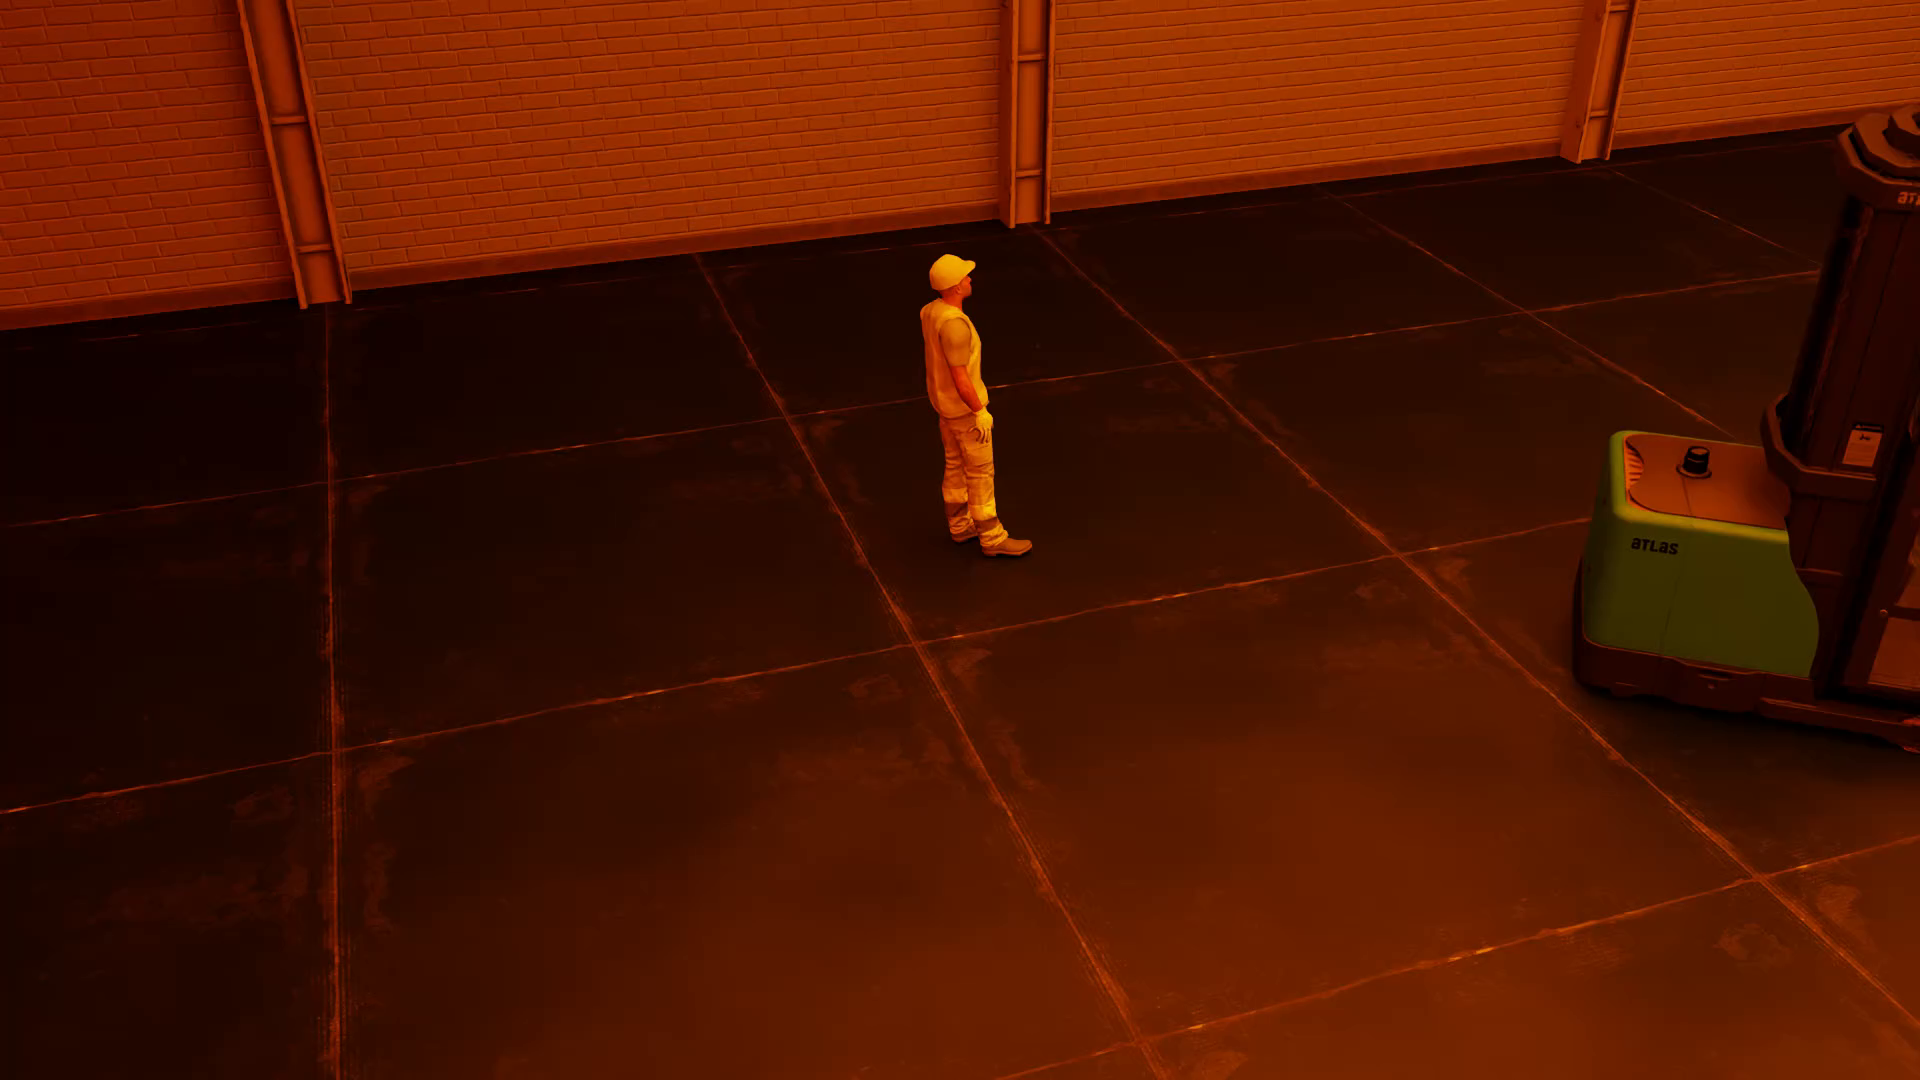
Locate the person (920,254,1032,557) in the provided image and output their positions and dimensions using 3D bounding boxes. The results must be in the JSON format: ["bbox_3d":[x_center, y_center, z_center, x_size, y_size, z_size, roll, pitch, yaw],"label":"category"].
[{"bbox_3d":[0.080,-0.789,9.589,0.562,1.790,0.637,-10,31,-16],"label":"person"}]

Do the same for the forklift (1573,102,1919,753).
[{"bbox_3d":[4.777,-0.491,7.940,3.031,2.935,1.130,9,31,15],"label":"forklift"}]
